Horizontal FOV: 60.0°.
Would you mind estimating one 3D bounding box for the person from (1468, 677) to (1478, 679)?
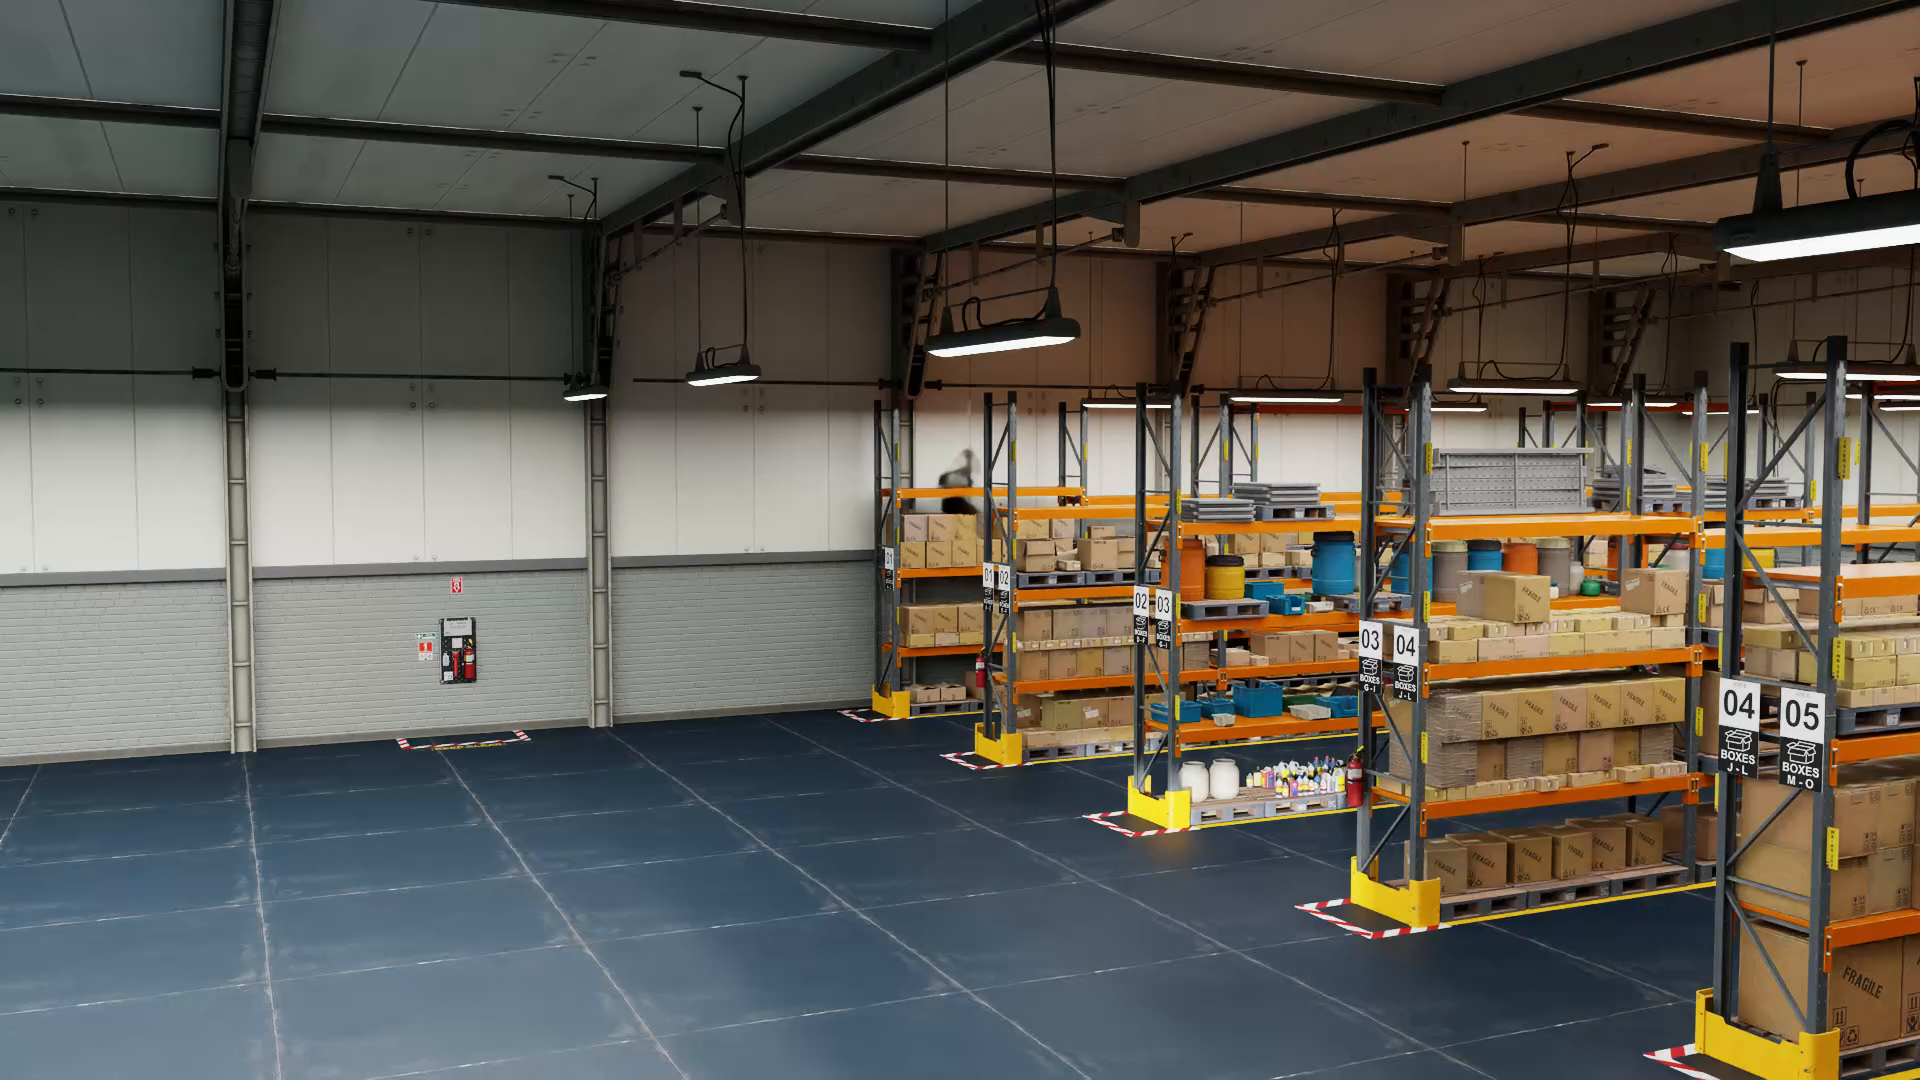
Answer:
[{"bbox_3d":[8.738,2.694,28.233,0.807,1.705,0.601,-2,4,-26],"label":"person"}]
